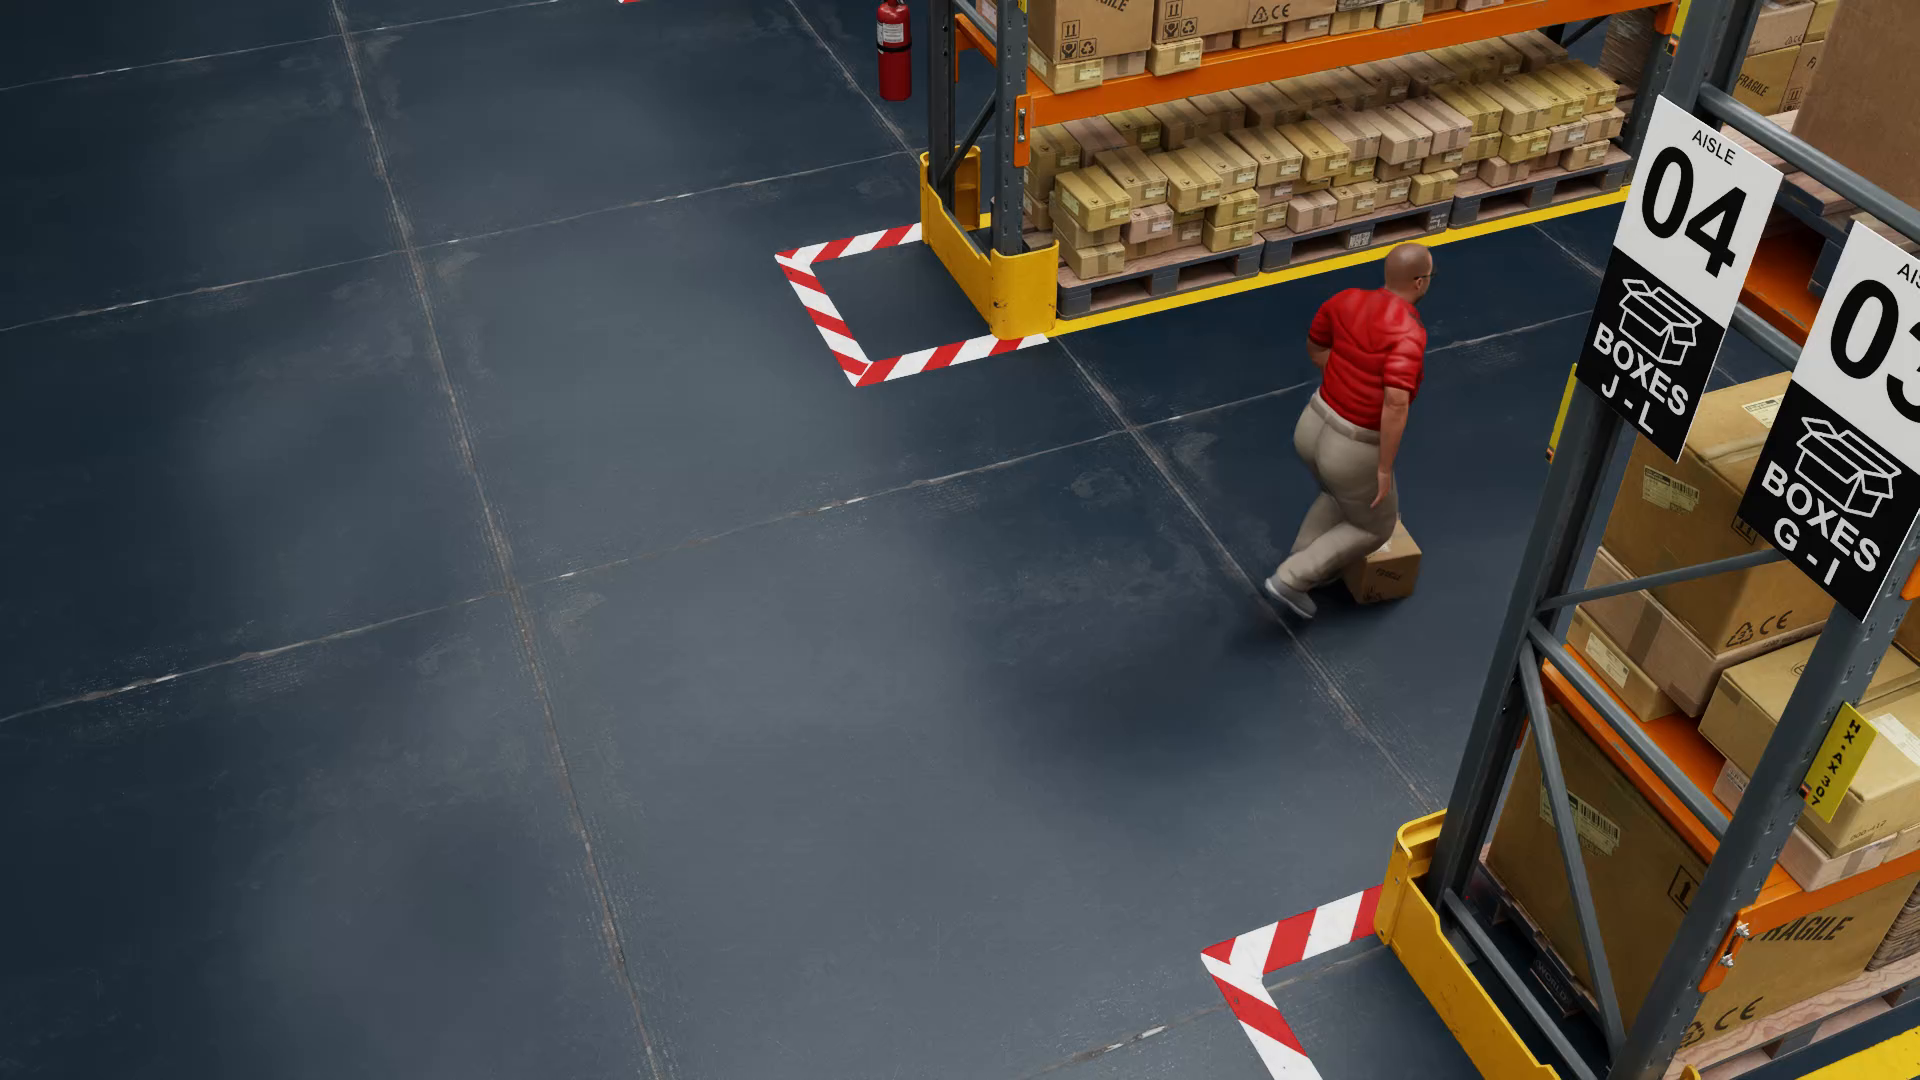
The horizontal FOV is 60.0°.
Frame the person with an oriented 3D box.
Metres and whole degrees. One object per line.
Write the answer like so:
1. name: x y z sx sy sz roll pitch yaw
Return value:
1. person: 1.540 -0.394 6.701 0.711 1.619 0.734 -19 45 -20
